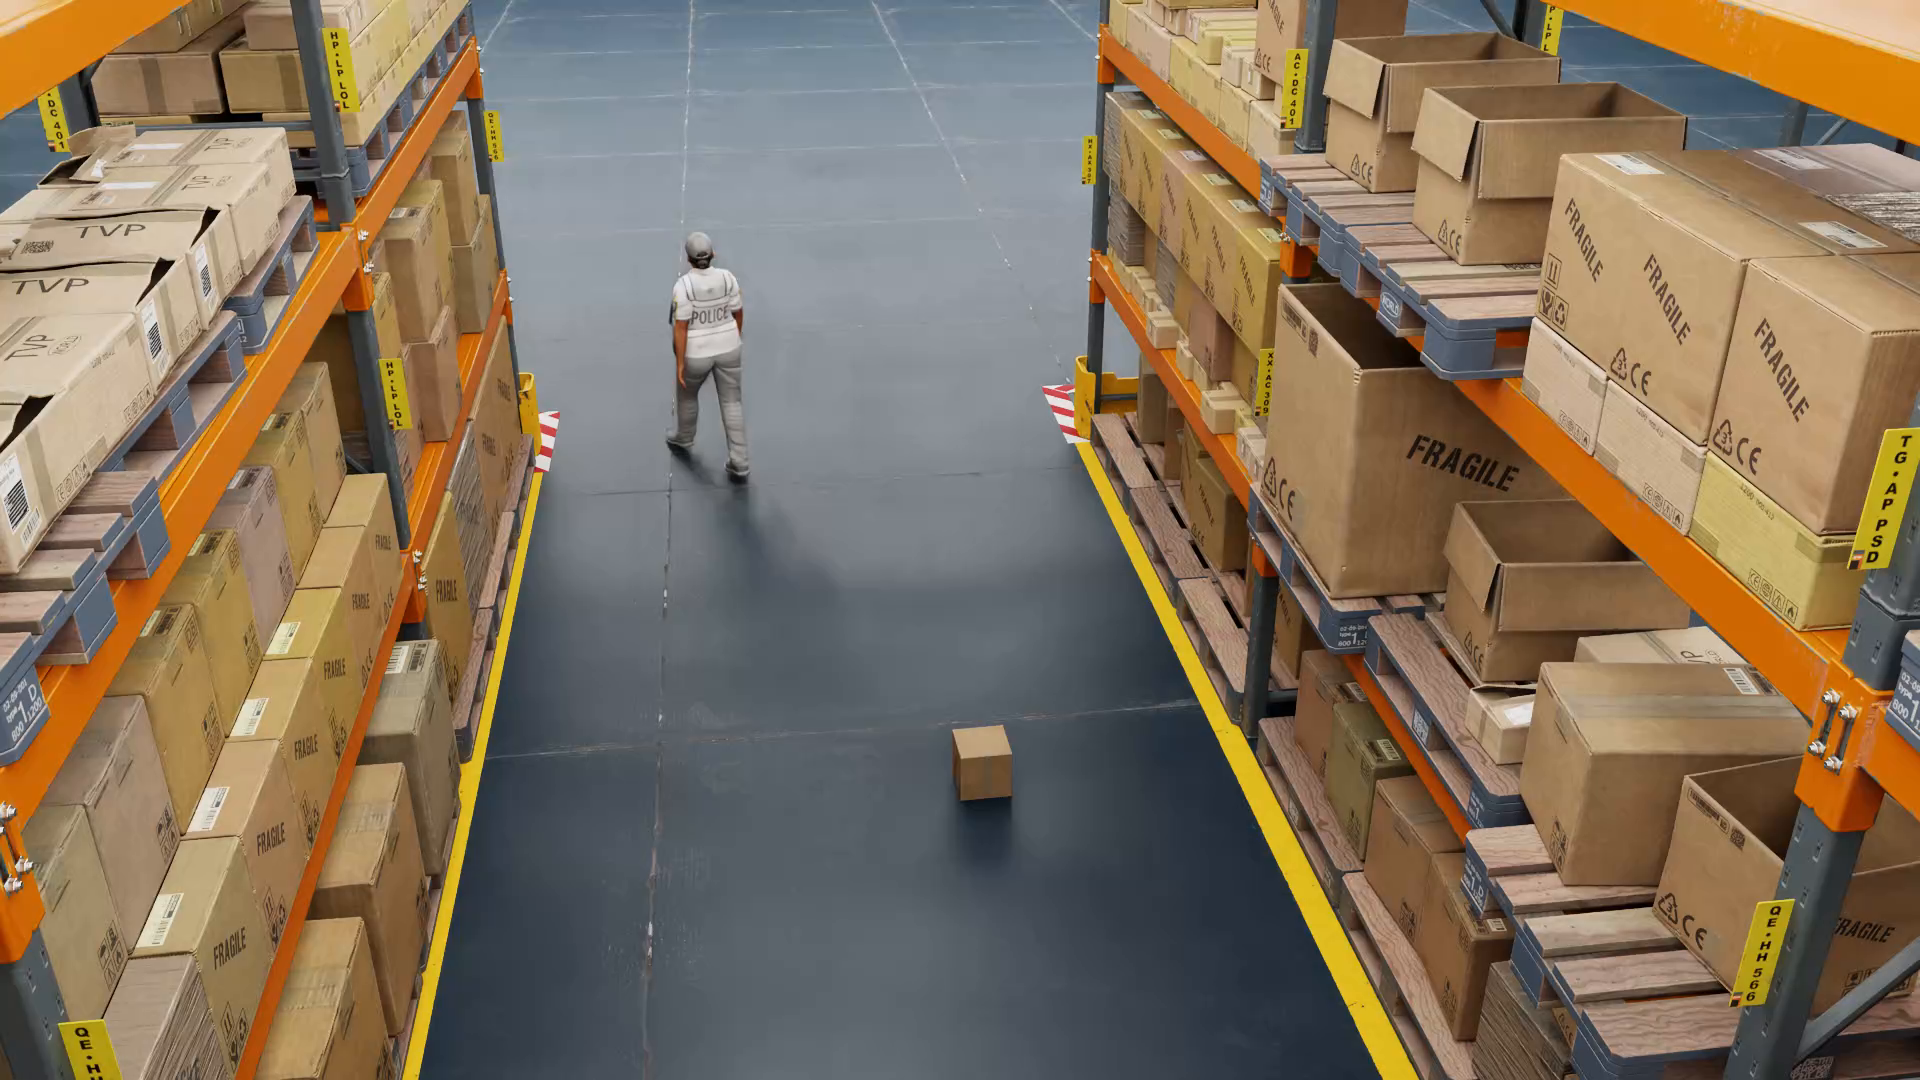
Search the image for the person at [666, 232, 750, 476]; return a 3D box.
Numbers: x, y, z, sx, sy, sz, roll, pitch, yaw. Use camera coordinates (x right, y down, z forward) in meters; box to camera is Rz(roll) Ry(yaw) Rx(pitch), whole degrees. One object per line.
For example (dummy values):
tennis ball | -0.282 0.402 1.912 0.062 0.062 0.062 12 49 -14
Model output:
person | -1.698 -1.293 11.098 0.511 1.617 0.940 -11 29 -21
